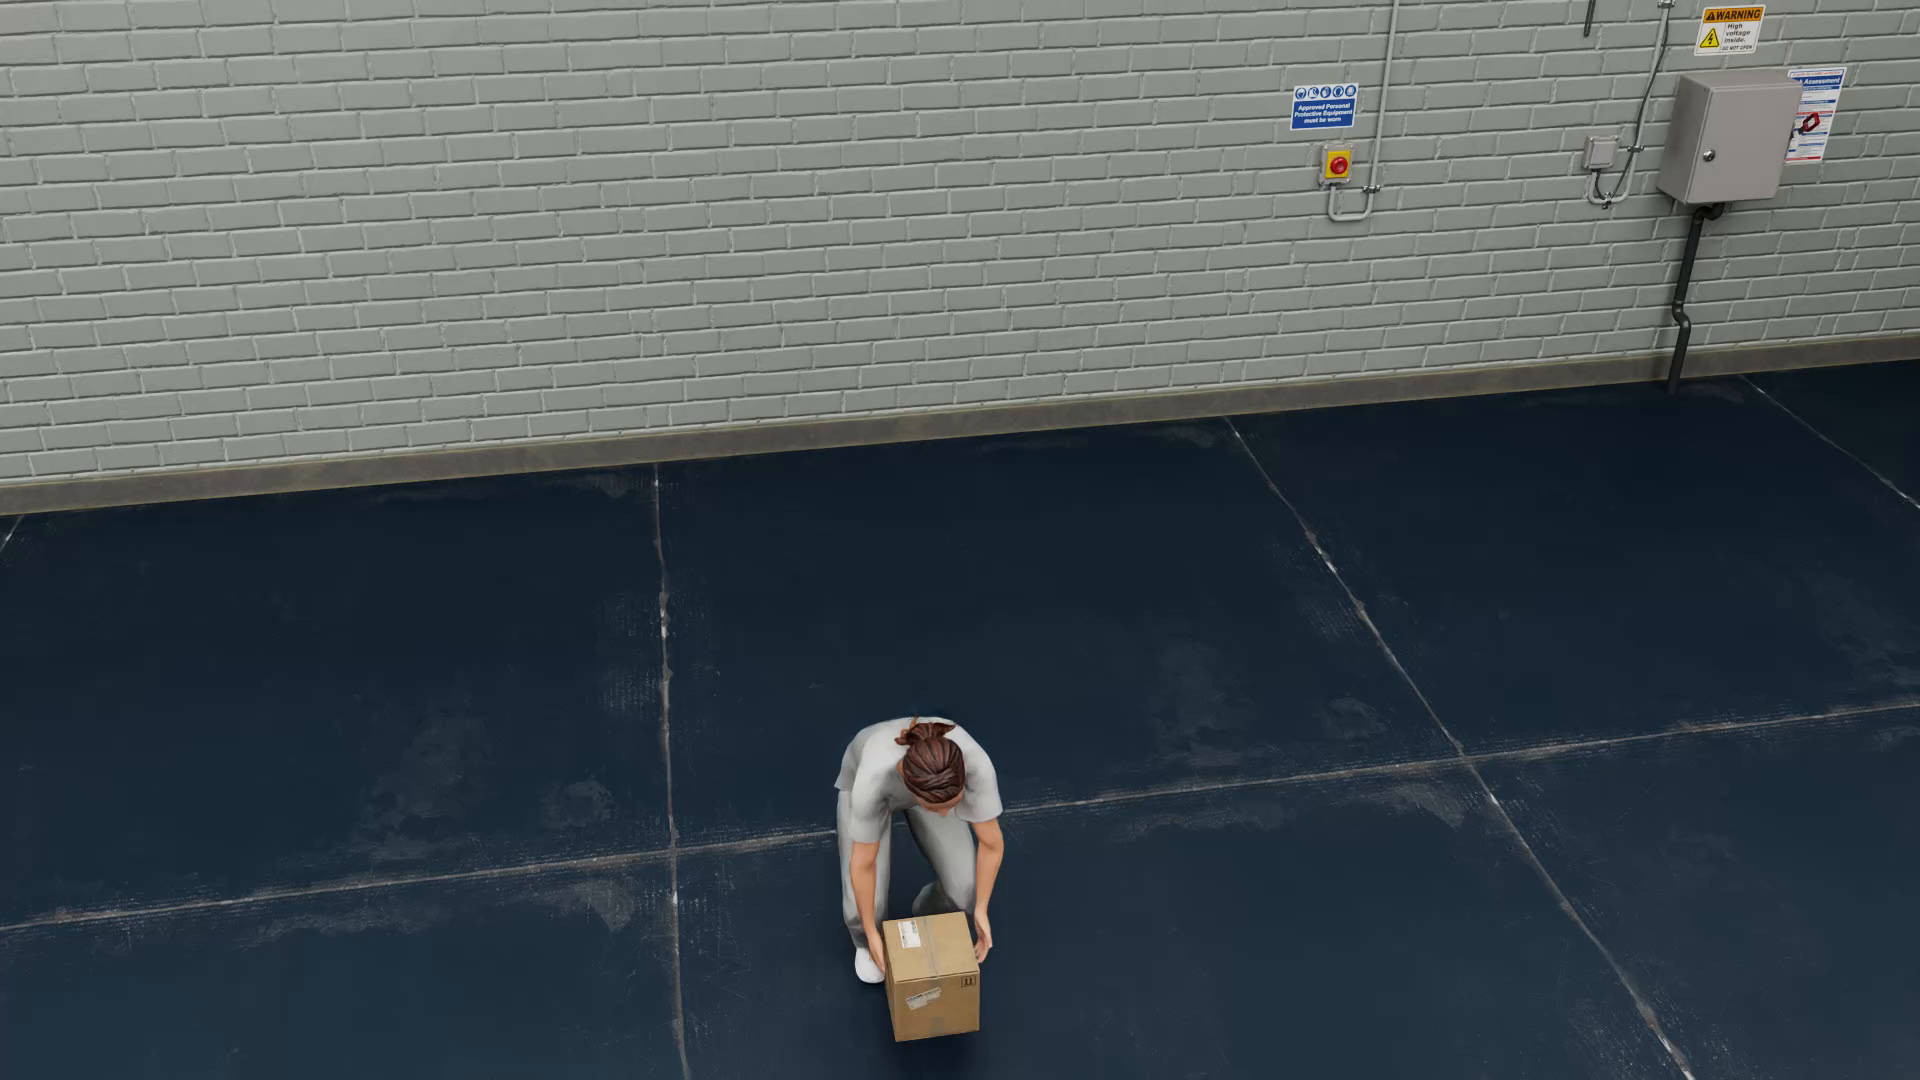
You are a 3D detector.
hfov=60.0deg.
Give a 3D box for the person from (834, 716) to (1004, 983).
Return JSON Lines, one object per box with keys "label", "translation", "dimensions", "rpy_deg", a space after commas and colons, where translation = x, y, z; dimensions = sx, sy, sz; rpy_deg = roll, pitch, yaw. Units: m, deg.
{"label": "person", "translation": [-0.137, 0.913, 5.151], "dimensions": [0.494, 1.116, 0.747], "rpy_deg": [-5, 31, -9]}
